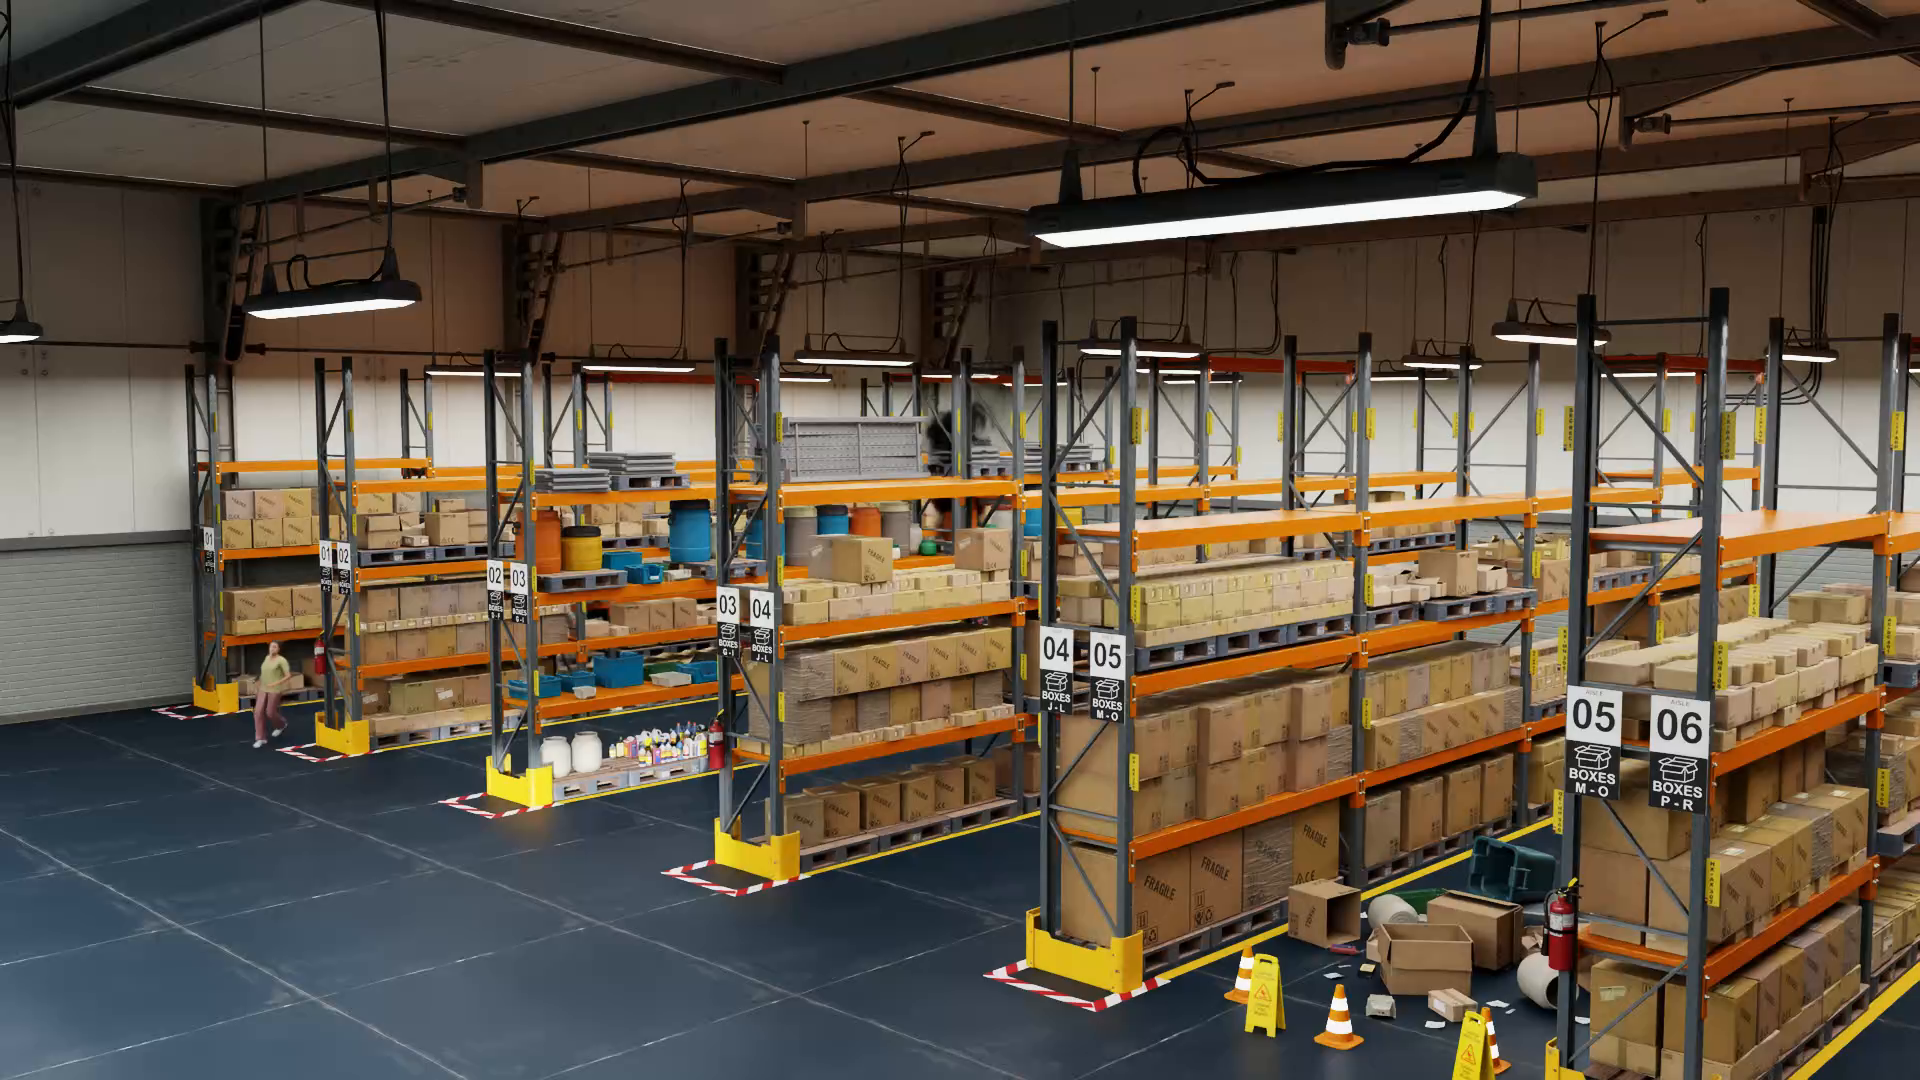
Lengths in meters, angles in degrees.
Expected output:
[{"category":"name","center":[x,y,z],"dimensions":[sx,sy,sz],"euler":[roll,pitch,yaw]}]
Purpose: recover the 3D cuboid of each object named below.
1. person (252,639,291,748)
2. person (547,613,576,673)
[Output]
[{"category":"person","center":[-10.678,2.368,25.925],"dimensions":[0.603,1.666,0.790],"euler":[1,4,13]},{"category":"person","center":[-7.509,1.915,30.781],"dimensions":[0.632,1.824,0.705],"euler":[3,5,32]}]
